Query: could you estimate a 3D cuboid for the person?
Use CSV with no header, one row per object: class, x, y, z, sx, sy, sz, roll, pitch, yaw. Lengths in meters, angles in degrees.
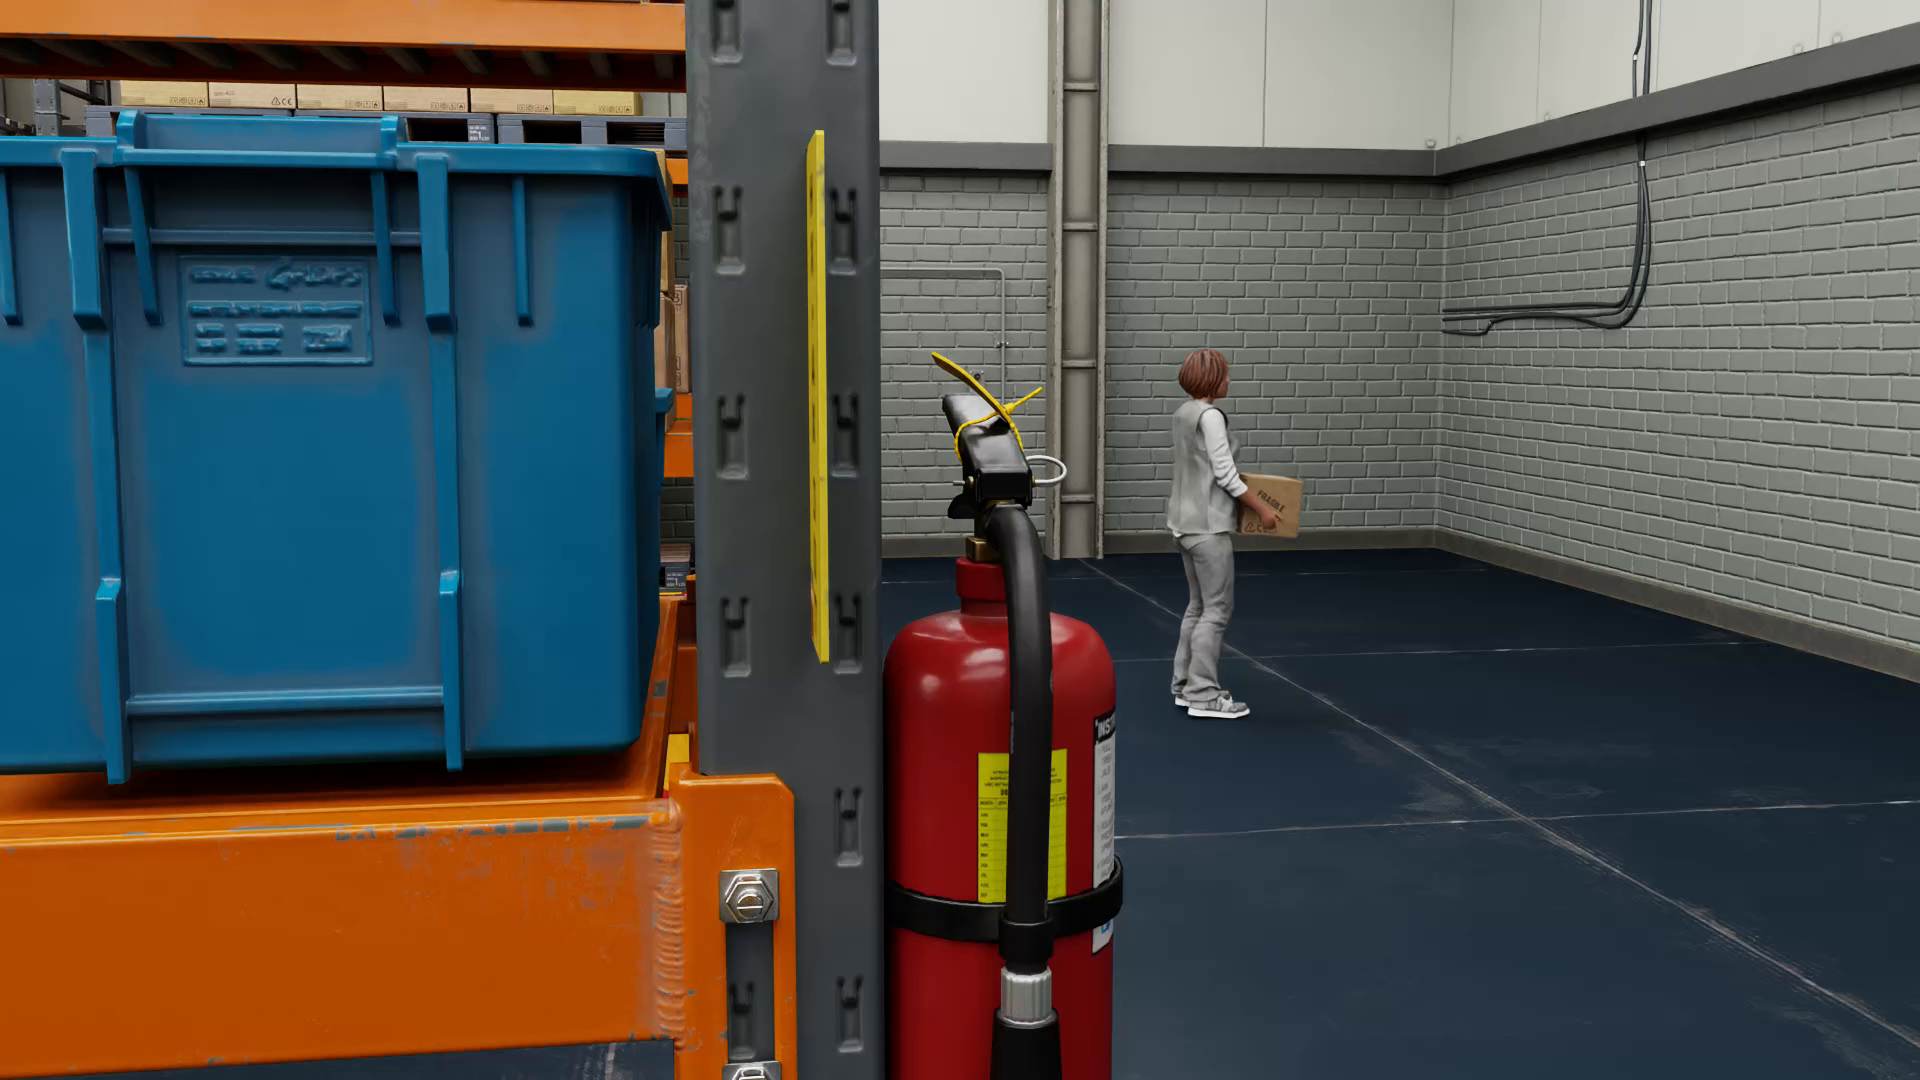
person,1.144,-0.036,7.295,0.461,1.602,0.440,-1,7,-9
